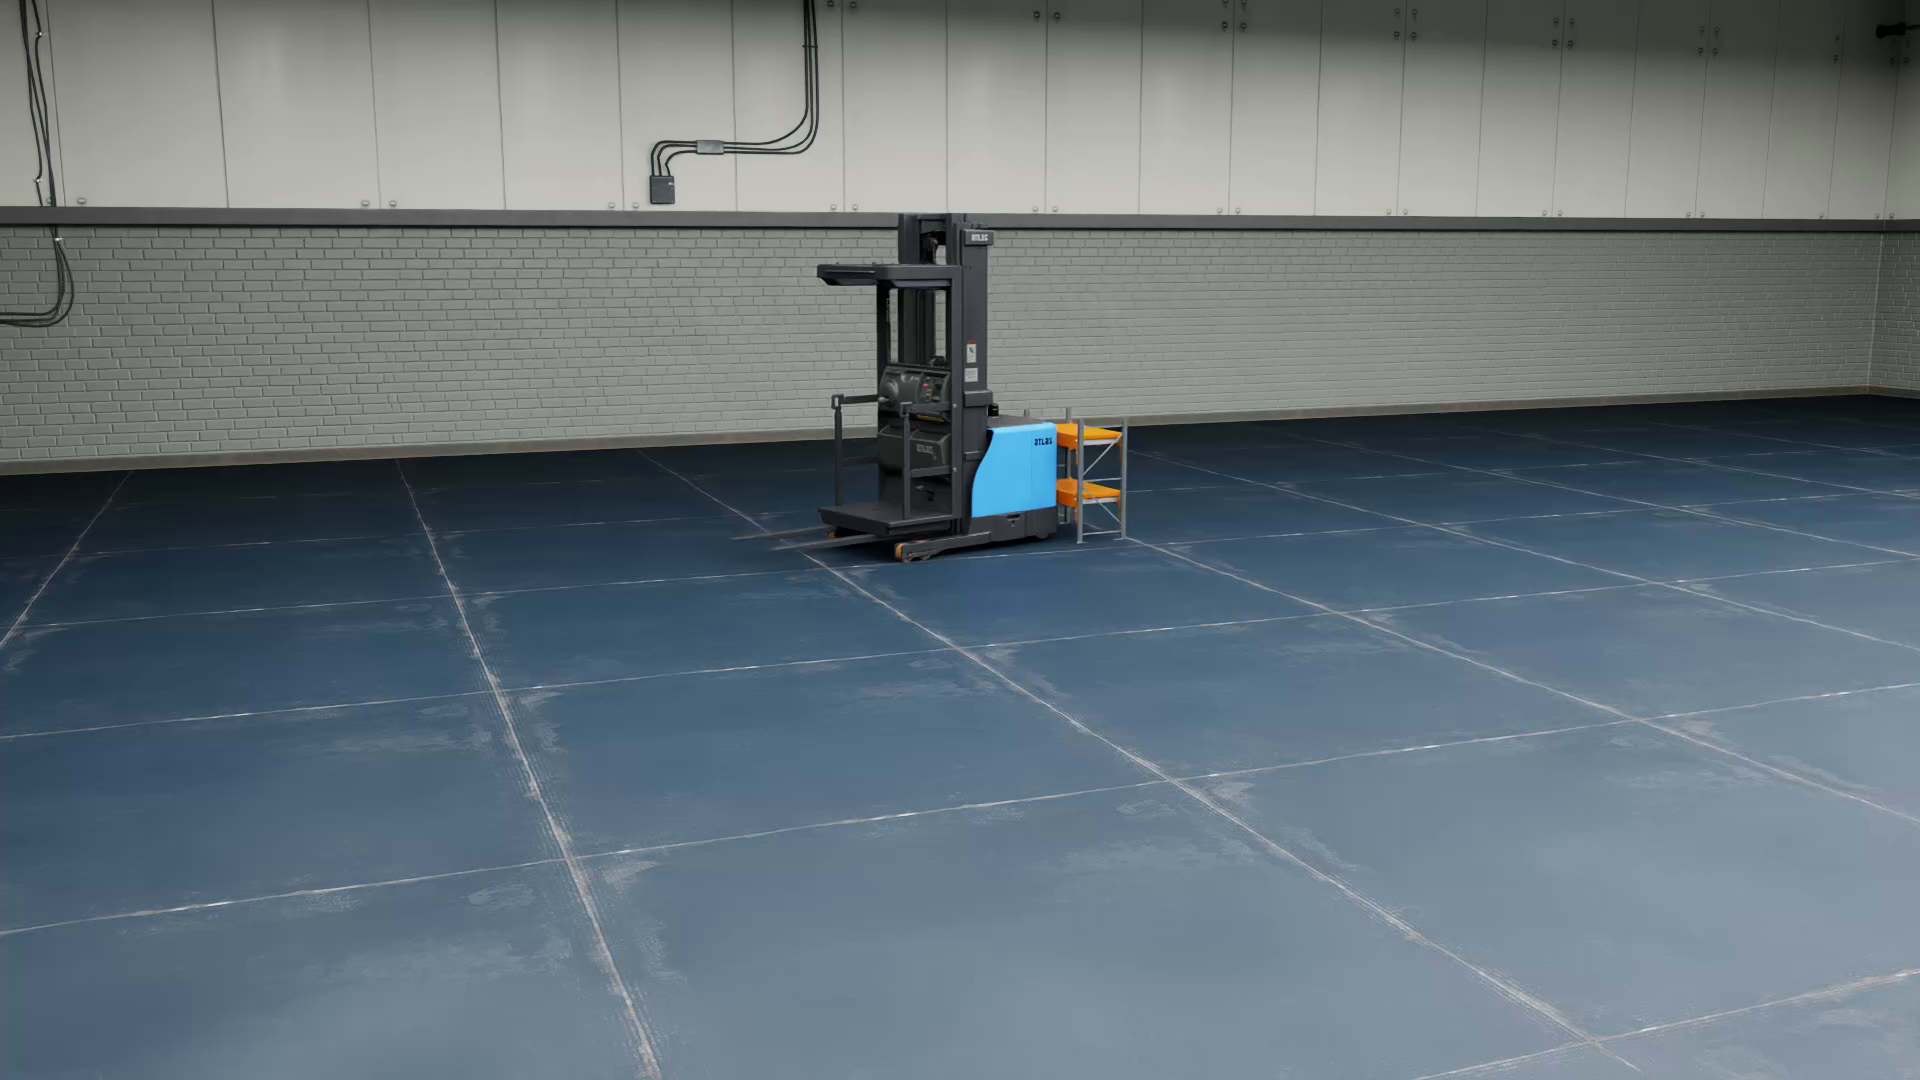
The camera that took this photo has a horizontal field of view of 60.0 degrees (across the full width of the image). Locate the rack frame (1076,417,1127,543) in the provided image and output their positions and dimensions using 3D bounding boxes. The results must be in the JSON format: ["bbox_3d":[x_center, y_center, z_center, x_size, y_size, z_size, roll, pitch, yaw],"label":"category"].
[{"bbox_3d":[1.288,-0.544,15.094,0.500,1.125,0.032,-5,11,-26],"label":"rack frame"}]

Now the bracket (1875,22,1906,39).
[{"bbox_3d":[16.051,-8.784,28.661,0.235,0.232,0.430,-4,11,-21],"label":"bracket"}]

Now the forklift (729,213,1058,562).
[{"bbox_3d":[-0.565,-1.356,14.501,3.031,2.935,1.130,-8,13,-38],"label":"forklift"}]

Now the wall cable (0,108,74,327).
[{"bbox_3d":[-11.803,-3.617,18.756,3.097,2.526,0.112,-4,11,-21],"label":"wall cable"}]

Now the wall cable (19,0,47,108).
[{"bbox_3d":[-9.282,-6.275,19.279,3.097,2.526,0.112,-4,11,-21],"label":"wall cable"}]

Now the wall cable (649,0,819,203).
[{"bbox_3d":[-2.949,-7.420,21.558,2.305,6.003,0.169,-4,11,-21],"label":"wall cable"}]

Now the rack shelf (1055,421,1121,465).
[{"bbox_3d":[1.064,-0.912,15.492,0.538,0.278,1.000,-5,11,-26],"label":"rack shelf"}]

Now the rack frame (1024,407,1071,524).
[{"bbox_3d":[0.839,-0.704,15.992,0.500,1.125,0.032,-5,11,-26],"label":"rack frame"}]

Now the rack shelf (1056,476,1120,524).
[{"bbox_3d":[1.064,-0.383,15.586,0.538,0.278,1.000,-5,11,-26],"label":"rack shelf"}]

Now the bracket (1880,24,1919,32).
[{"bbox_3d":[16.265,-8.688,28.119,0.076,0.066,3.189,-4,11,-21],"label":"bracket"}]

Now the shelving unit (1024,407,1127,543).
[{"bbox_3d":[1.064,-0.624,15.543,0.538,1.125,1.048,-5,11,-26],"label":"shelving unit"}]
